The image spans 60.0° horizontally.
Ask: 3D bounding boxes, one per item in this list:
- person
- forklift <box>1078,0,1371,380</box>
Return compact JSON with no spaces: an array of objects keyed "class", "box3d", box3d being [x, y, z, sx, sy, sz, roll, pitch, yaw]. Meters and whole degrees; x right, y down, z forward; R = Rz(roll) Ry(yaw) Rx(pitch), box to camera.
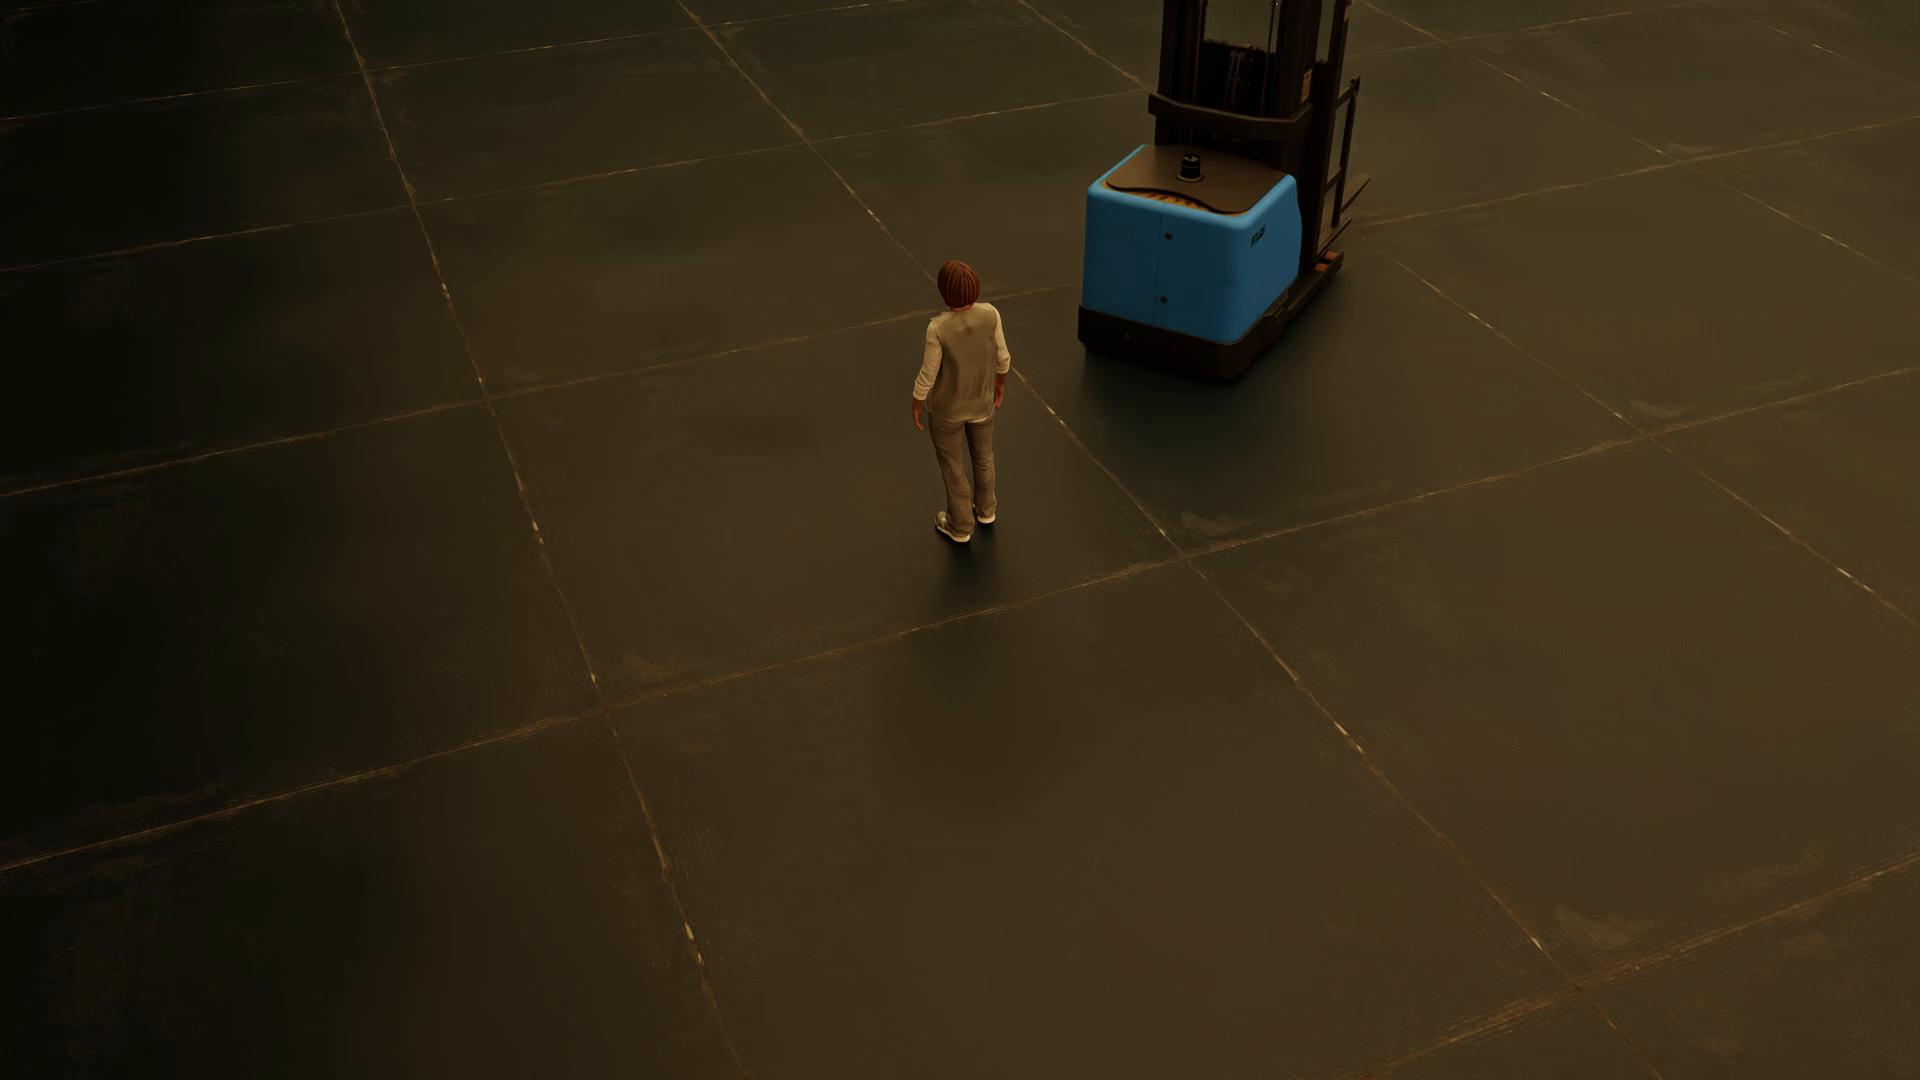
[{"class":"person","box3d":[-0.016,-0.699,8.220,0.520,1.597,0.475,-14,38,-19]},{"class":"forklift","box3d":[1.898,-2.971,10.277,1.130,2.935,3.031,18,39,24]}]
